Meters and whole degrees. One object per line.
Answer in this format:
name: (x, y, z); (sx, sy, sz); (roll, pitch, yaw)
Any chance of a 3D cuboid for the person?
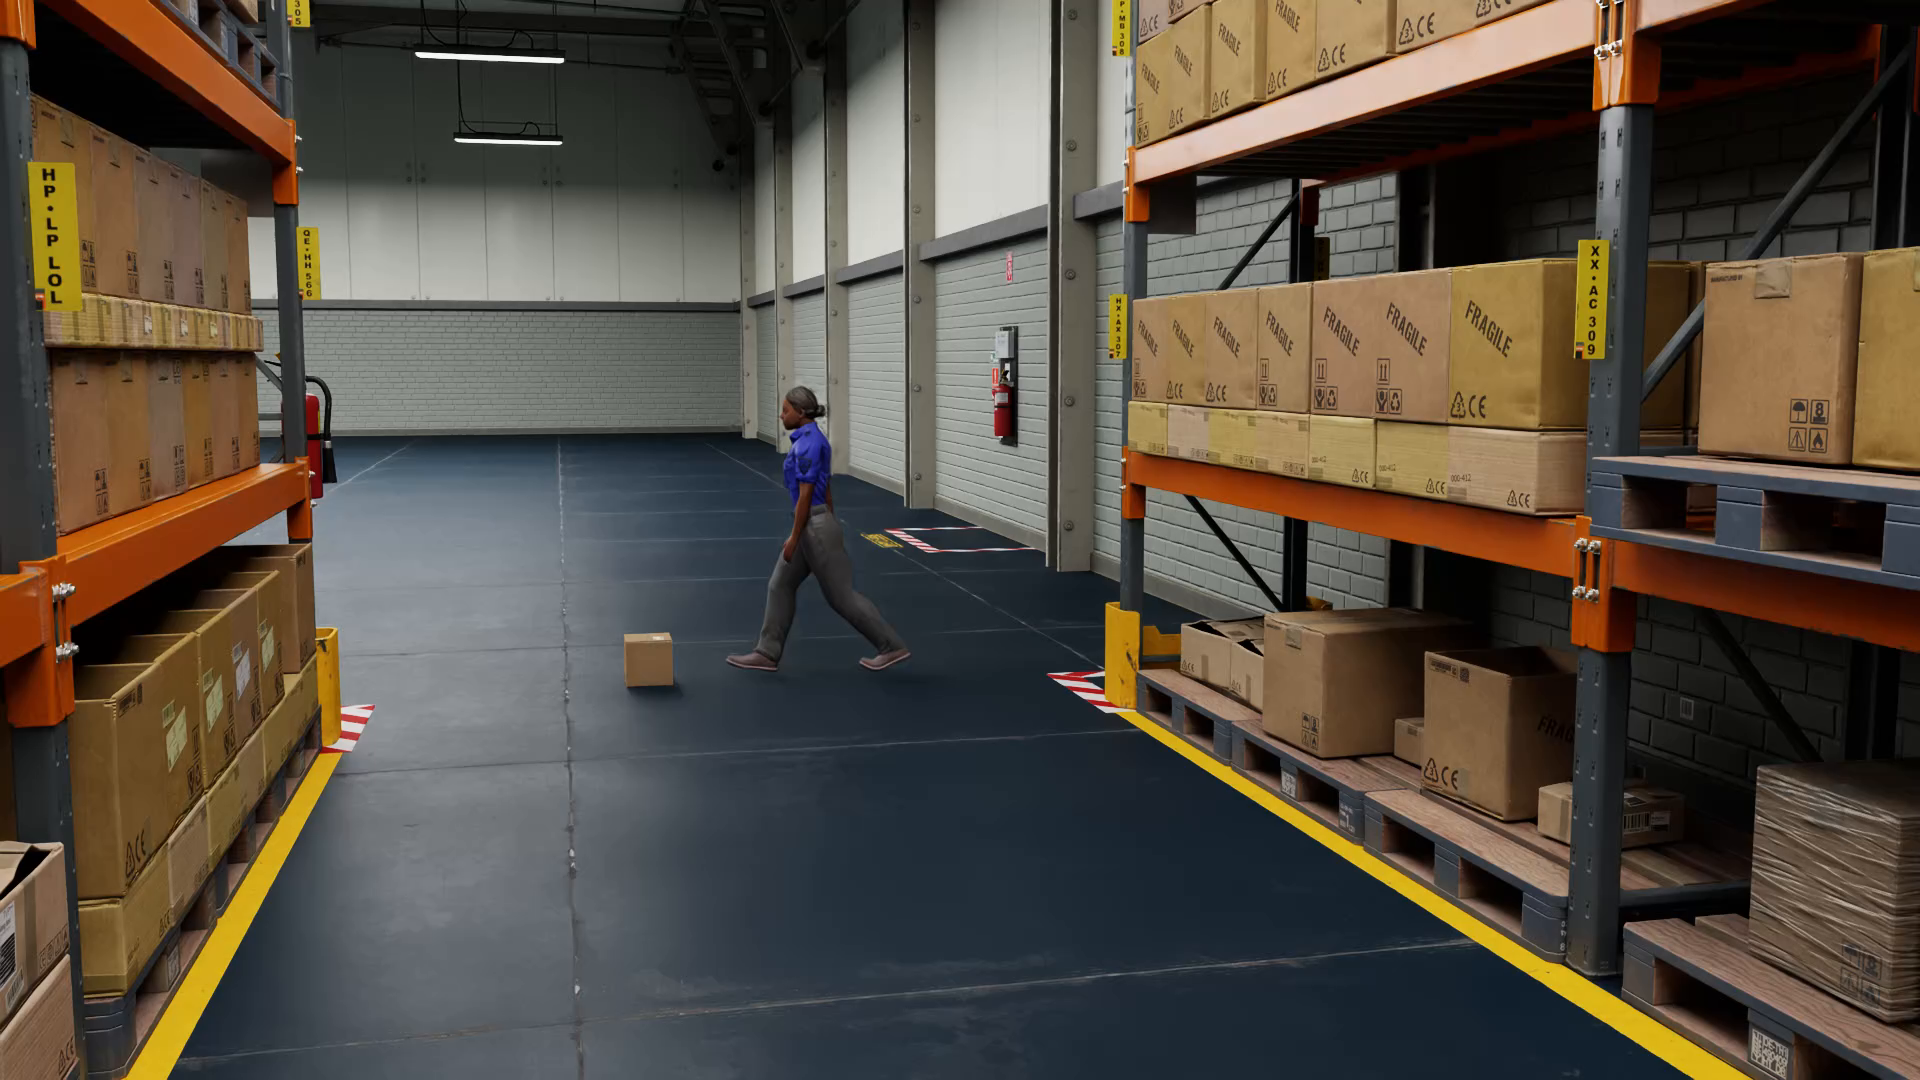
person: (-0.796, -0.049, 9.209); (1.027, 1.605, 0.465); (-1, 6, -5)
